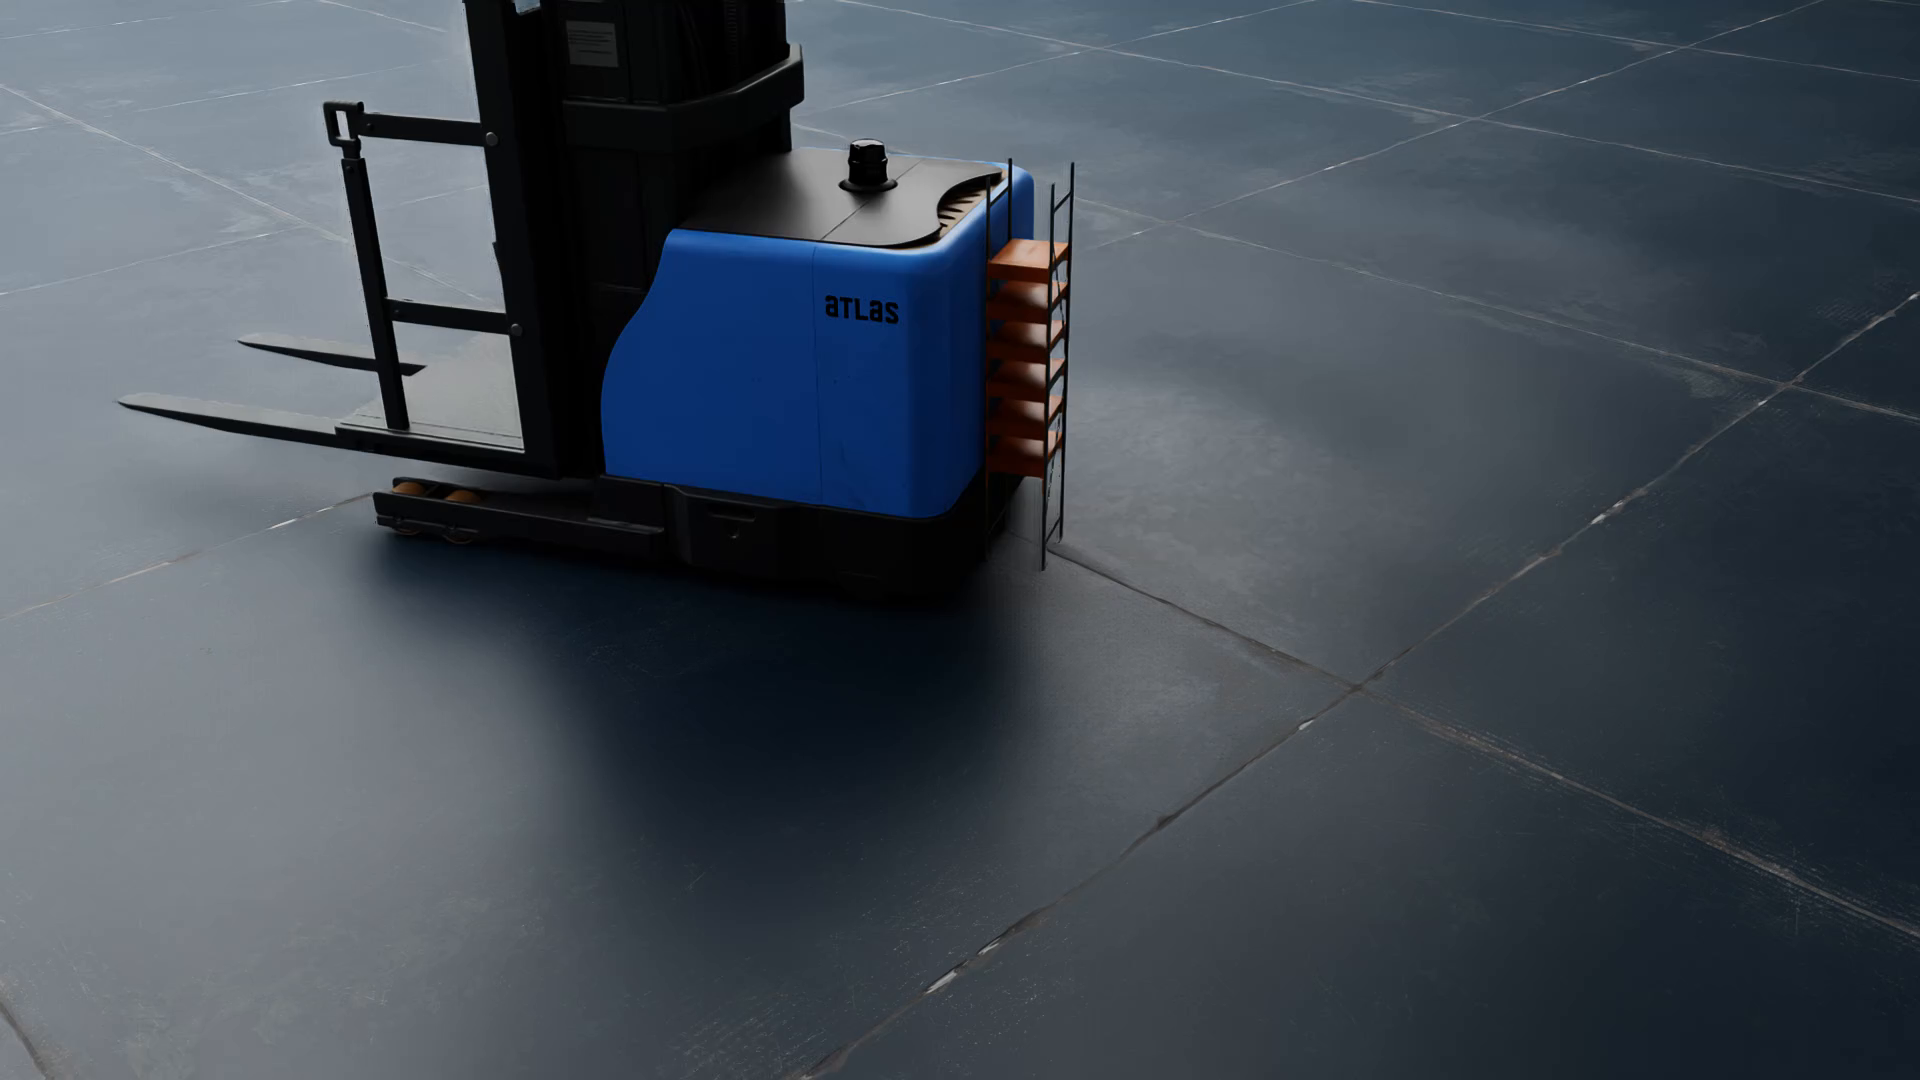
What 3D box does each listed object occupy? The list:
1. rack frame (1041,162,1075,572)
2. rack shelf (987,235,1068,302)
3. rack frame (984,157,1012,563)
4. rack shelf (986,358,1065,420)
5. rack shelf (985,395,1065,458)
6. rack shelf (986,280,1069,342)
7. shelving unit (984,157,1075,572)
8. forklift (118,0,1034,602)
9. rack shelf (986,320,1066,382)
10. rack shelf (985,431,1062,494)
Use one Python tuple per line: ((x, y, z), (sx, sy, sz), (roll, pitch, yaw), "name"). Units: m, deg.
((0.286, -0.487, 4.888), (0.006, 1.200, 0.240), (8, 29, 15), "rack frame")
((0.199, -0.779, 4.765), (0.180, 0.103, 0.258), (8, 29, 15), "rack shelf")
((0.111, -0.513, 4.936), (0.006, 1.200, 0.240), (8, 29, 15), "rack frame")
((0.199, -0.461, 4.933), (0.180, 0.103, 0.258), (8, 29, 15), "rack shelf")
((0.199, -0.355, 4.989), (0.180, 0.103, 0.258), (8, 29, 15), "rack shelf")
((0.199, -0.673, 4.821), (0.180, 0.103, 0.258), (8, 29, 15), "rack shelf")
((0.199, -0.500, 4.912), (0.189, 1.200, 0.258), (8, 29, 15), "shelving unit")
((-1.331, -1.507, 4.968), (3.031, 2.935, 1.130), (8, 29, 16), "forklift")
((0.199, -0.567, 4.877), (0.180, 0.103, 0.258), (8, 29, 15), "rack shelf")
((0.199, -0.248, 5.044), (0.180, 0.103, 0.258), (8, 29, 15), "rack shelf")
